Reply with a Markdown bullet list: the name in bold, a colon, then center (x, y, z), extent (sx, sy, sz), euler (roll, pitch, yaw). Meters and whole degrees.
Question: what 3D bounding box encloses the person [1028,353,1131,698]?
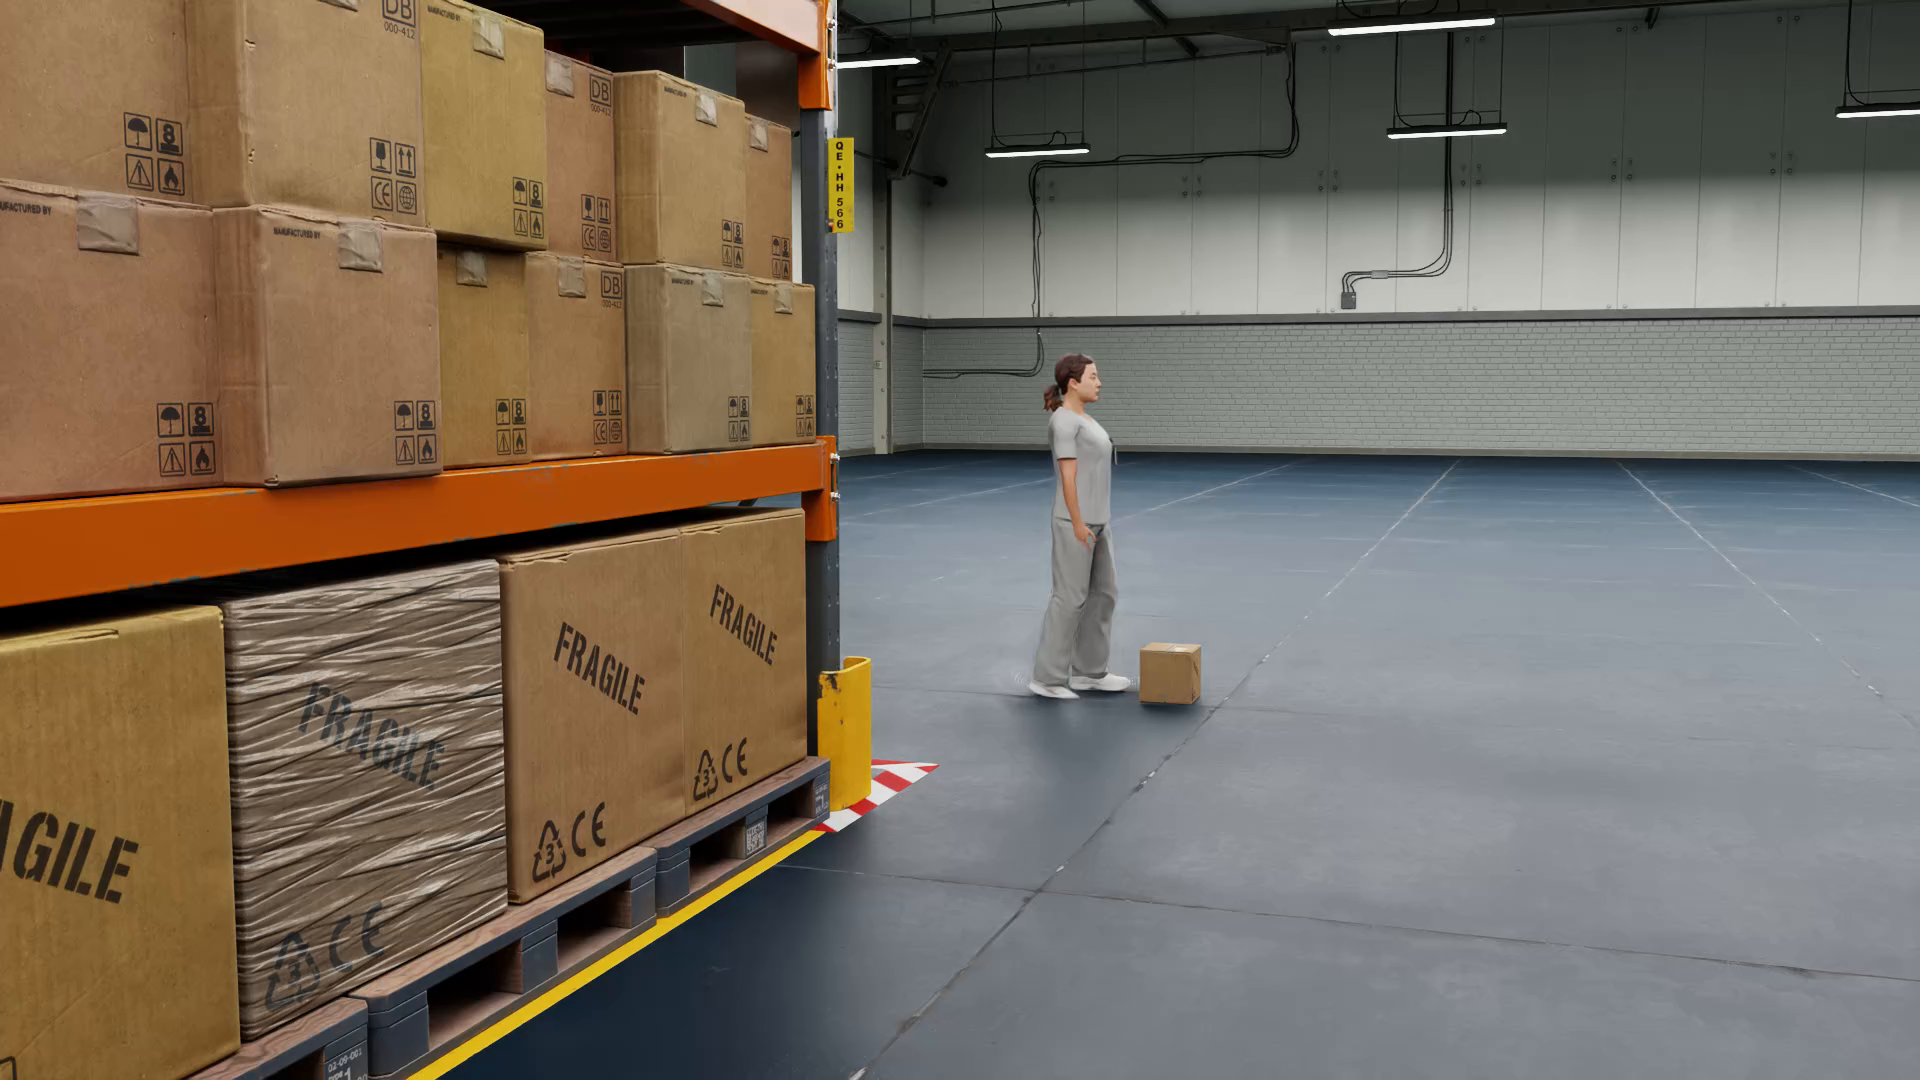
- **person**: center (0.591, -0.051, 8.103), extent (0.455, 1.714, 0.438), euler (2, 6, 20)
